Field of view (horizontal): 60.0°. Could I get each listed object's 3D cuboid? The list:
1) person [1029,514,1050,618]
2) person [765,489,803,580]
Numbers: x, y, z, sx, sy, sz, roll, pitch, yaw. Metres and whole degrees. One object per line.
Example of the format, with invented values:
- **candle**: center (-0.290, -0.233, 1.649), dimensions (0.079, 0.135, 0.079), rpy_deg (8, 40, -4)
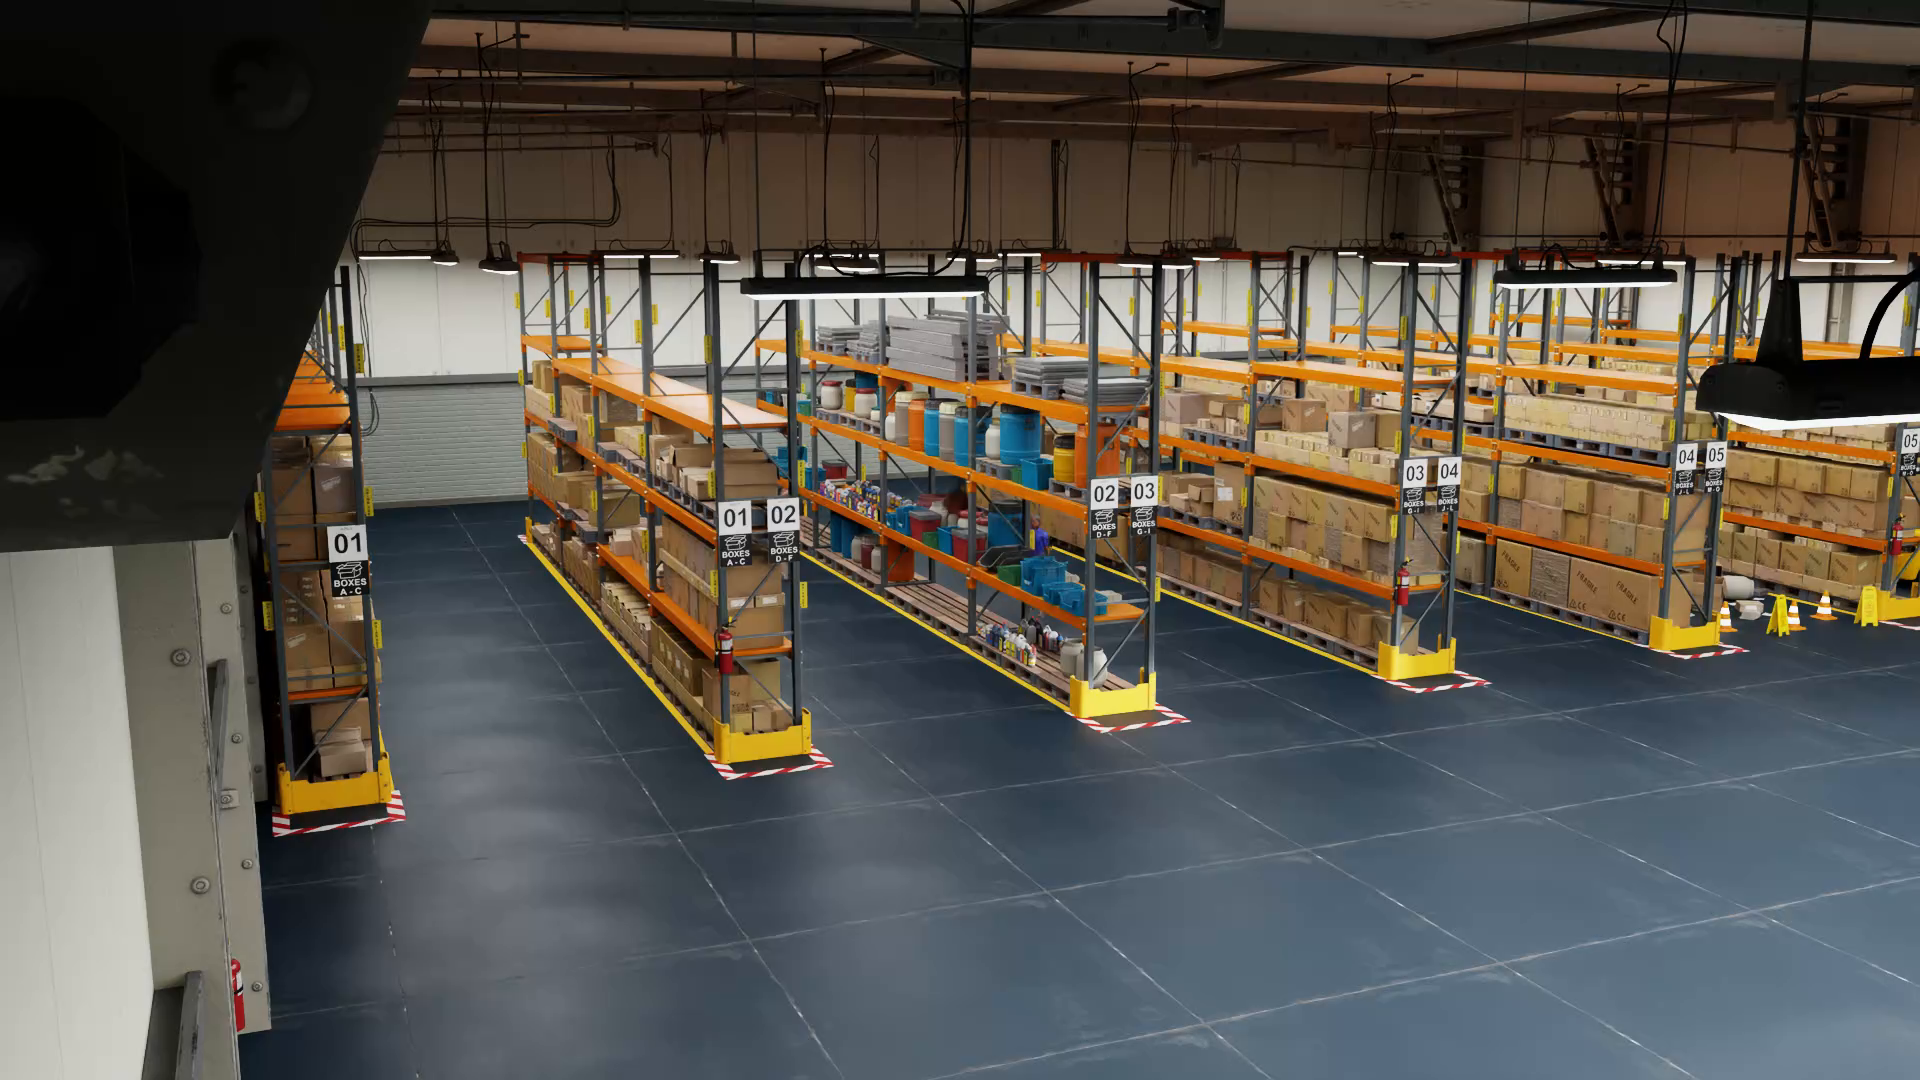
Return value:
- **person**: center (1.221, 0.467, 27.321), dimensions (0.499, 1.570, 0.376), rpy_deg (8, 13, 36)
- **person**: center (-3.290, -0.131, 31.065), dimensions (0.671, 1.673, 1.082), rpy_deg (-4, 11, -21)
